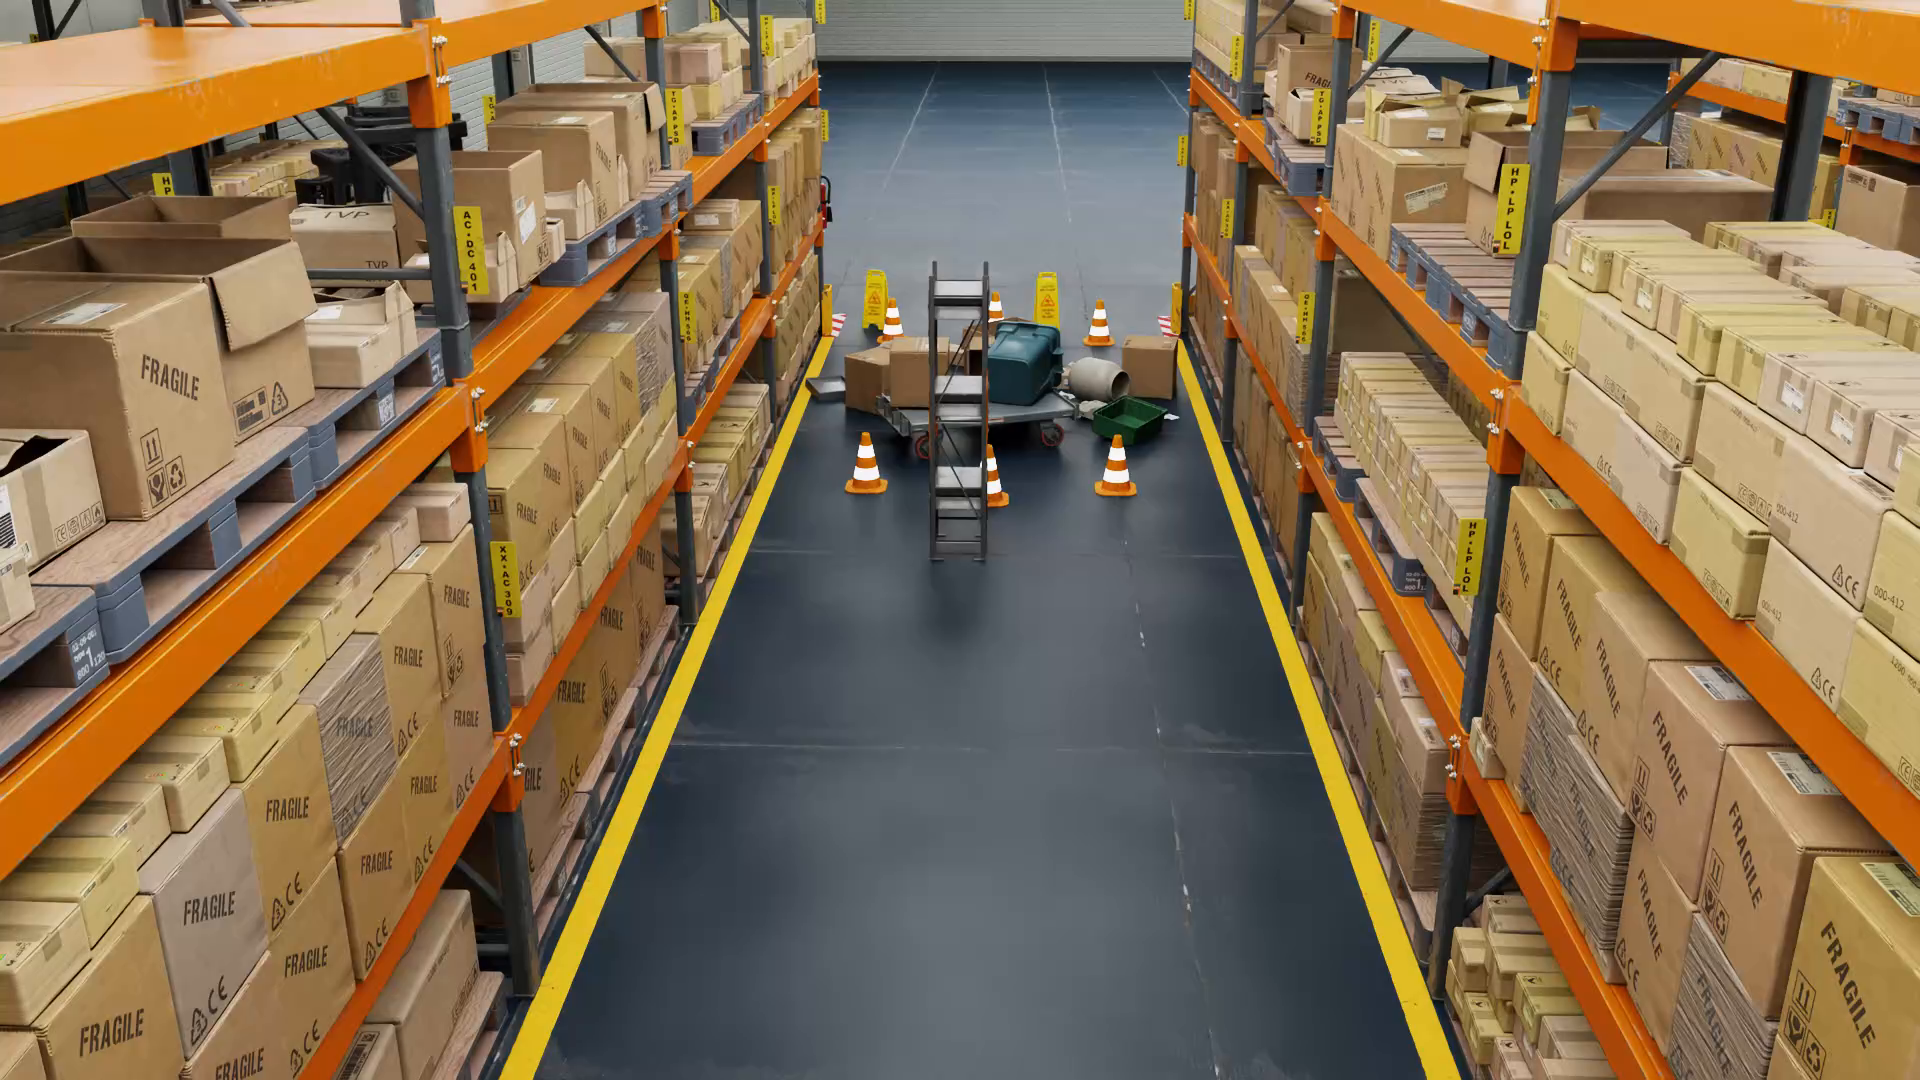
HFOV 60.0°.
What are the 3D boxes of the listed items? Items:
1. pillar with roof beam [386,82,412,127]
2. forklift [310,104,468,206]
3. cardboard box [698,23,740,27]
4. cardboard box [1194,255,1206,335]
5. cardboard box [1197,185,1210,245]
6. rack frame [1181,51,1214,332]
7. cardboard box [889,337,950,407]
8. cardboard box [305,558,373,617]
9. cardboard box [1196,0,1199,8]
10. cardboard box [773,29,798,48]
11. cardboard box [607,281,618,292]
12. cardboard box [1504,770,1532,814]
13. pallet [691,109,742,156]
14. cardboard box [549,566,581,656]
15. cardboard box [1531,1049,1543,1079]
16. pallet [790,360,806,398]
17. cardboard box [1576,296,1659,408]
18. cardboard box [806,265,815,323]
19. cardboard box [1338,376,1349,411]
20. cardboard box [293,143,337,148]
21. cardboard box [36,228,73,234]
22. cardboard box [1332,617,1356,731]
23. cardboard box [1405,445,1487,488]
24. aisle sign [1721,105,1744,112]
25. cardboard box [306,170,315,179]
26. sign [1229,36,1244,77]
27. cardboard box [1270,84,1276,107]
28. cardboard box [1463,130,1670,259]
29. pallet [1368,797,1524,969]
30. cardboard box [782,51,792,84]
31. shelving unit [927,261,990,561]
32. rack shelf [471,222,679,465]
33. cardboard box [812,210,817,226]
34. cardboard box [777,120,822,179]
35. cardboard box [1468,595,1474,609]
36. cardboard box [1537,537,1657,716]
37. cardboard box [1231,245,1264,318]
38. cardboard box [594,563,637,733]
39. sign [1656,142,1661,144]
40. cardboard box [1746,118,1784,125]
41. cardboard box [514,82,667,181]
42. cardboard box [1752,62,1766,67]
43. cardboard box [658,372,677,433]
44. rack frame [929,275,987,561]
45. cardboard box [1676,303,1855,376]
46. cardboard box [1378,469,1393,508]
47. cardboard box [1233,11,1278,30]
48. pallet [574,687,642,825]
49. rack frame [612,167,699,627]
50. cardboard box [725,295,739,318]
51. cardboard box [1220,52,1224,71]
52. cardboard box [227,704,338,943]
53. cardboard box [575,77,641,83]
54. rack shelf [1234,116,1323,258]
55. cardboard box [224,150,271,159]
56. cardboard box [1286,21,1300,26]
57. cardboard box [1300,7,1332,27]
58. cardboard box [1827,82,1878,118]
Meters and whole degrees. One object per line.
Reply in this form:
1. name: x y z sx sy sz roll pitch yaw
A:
1. pillar with roof beam: -3.406 -8.474 21.928 9.100 9.000 0.400 1 21 2
2. forklift: -4.874 -2.357 14.551 1.130 2.935 3.031 -14 25 -32
3. cardboard box: -2.365 -4.999 16.365 0.380 0.149 0.250 1 21 1
4. cardboard box: 2.989 -2.685 17.658 0.875 0.875 0.875 1 21 2
5. cardboard box: 2.840 -3.261 16.578 0.875 0.550 0.550 1 21 2
6. rack frame: 2.943 -3.725 17.984 1.000 3.000 0.127 1 21 2
7. cardboard box: -0.349 -1.476 14.595 0.500 0.500 0.500 1 21 2
8. cardboard box: -2.187 0.171 5.524 0.380 0.149 0.250 0 21 1
9. cardboard box: 2.615 -5.504 16.946 0.380 0.149 0.250 1 21 2
10. cardboard box: -1.736 -4.716 15.635 0.380 0.149 0.250 1 21 3
11. cardboard box: -2.515 -1.399 10.859 0.500 0.500 0.500 0 21 0
12. cardboard box: 2.309 0.923 6.349 0.380 0.149 0.250 1 21 3
13. pallet: -2.283 -3.011 12.255 1.213 0.211 1.003 1 21 2
14. cardboard box: -2.081 0.322 7.760 0.500 0.250 0.500 0 21 0
15. cardboard box: 2.347 2.014 6.141 0.380 0.149 0.250 0 21 -1
16. pallet: -2.110 -1.683 16.574 1.003 0.211 1.213 1 21 2
17. cardboard box: 2.304 -0.597 5.290 0.500 0.250 0.500 1 21 1
18. cardboard box: -1.784 -2.526 17.075 0.500 0.500 0.500 1 21 4
19. cardboard box: 2.485 -0.878 10.000 0.380 0.149 0.250 2 21 4
20. cardboard box: -6.746 -4.063 17.408 0.380 0.149 0.250 1 21 2
21. cardboard box: -7.376 -2.478 13.735 0.380 0.149 0.250 0 21 0
22. cardboard box: 2.401 0.757 9.306 0.500 0.500 0.500 0 21 0
23. cardboard box: 2.436 -0.361 8.258 0.380 0.149 0.250 0 21 -1
24. aisle sign: 8.200 -4.865 17.328 0.394 0.787 0.004 1 21 2
25. cardboard box: -6.726 -3.645 16.741 0.380 0.149 0.250 0 21 0
26. sign: 2.267 -3.961 13.620 0.100 0.325 0.005 1 21 2
27. cardboard box: 2.519 -3.299 12.367 0.380 0.149 0.250 1 21 2
28. cardboard box: 2.757 -1.586 7.600 0.797 0.503 0.637 0 21 1
29. pallet: 2.601 1.632 8.032 1.003 0.211 1.213 1 21 2
30. cardboard box: -1.808 -4.288 15.083 0.500 0.250 0.500 1 21 2
31. shelving unit: -0.005 -0.919 11.995 0.431 2.100 0.503 1 21 2
32. rack shelf: -2.312 -1.191 8.299 1.077 0.370 4.000 1 21 2
33. cardboard box: -1.702 -3.396 17.482 0.380 0.149 0.250 0 21 1
34. cardboard box: -1.740 -3.839 16.345 0.700 0.500 0.500 0 21 1
35. cardboard box: 2.393 0.250 7.094 0.380 0.149 0.250 1 21 3
36. cardboard box: 2.321 0.310 5.652 0.500 0.500 0.500 0 21 0
37. cardboard box: 2.537 -2.139 13.756 0.500 0.500 0.500 1 21 2
38. cardboard box: -2.386 0.515 9.411 0.875 0.875 0.875 1 21 2
39. sign: 7.356 -4.044 17.608 0.100 0.325 0.005 1 21 2
40. cardboard box: 8.119 -3.903 16.511 0.500 0.500 0.500 1 21 2
41. cardboard box: -2.111 -2.355 9.582 0.797 0.503 0.637 -1 21 -2
42. cardboard box: 7.624 -4.491 15.466 0.380 0.149 0.250 0 21 1
43. cardboard box: -2.012 -0.836 10.053 0.500 0.250 0.500 1 21 1
44. rack frame: -0.012 -0.831 11.767 0.400 2.100 0.015 1 21 2
45. cardboard box: 2.239 -0.557 4.636 0.380 0.149 0.250 2 21 4
46. cardboard box: 2.446 -0.273 8.852 0.380 0.149 0.250 1 21 2
47. cardboard box: 2.522 -4.402 14.106 0.380 0.149 0.250 1 21 1
48. pallet: -2.390 1.173 9.213 1.003 0.211 1.213 1 21 2
49. rack frame: -2.251 -0.851 10.575 1.000 3.000 0.127 1 21 2
50. cardboard box: -1.914 -1.818 12.834 0.380 0.149 0.250 1 21 2
51. cardboard box: 2.544 -4.305 14.960 0.380 0.149 0.250 1 21 2
52. cardboard box: -2.164 0.805 4.787 0.500 0.500 0.500 1 21 2
53. cardboard box: -2.555 -3.249 12.236 0.500 0.250 0.500 0 21 1
54. rack shelf: 2.761 -2.619 11.980 1.077 0.370 4.000 1 21 2
55. cardboard box: -7.251 -3.886 16.952 0.380 0.149 0.250 1 21 2
56. cardboard box: 3.145 -4.527 14.981 0.500 0.250 0.500 0 21 1
57. cardboard box: 3.195 -4.578 14.561 0.380 0.149 0.250 0 21 1
58. cardboard box: 7.529 -3.684 13.938 0.500 0.250 0.500 1 21 4
